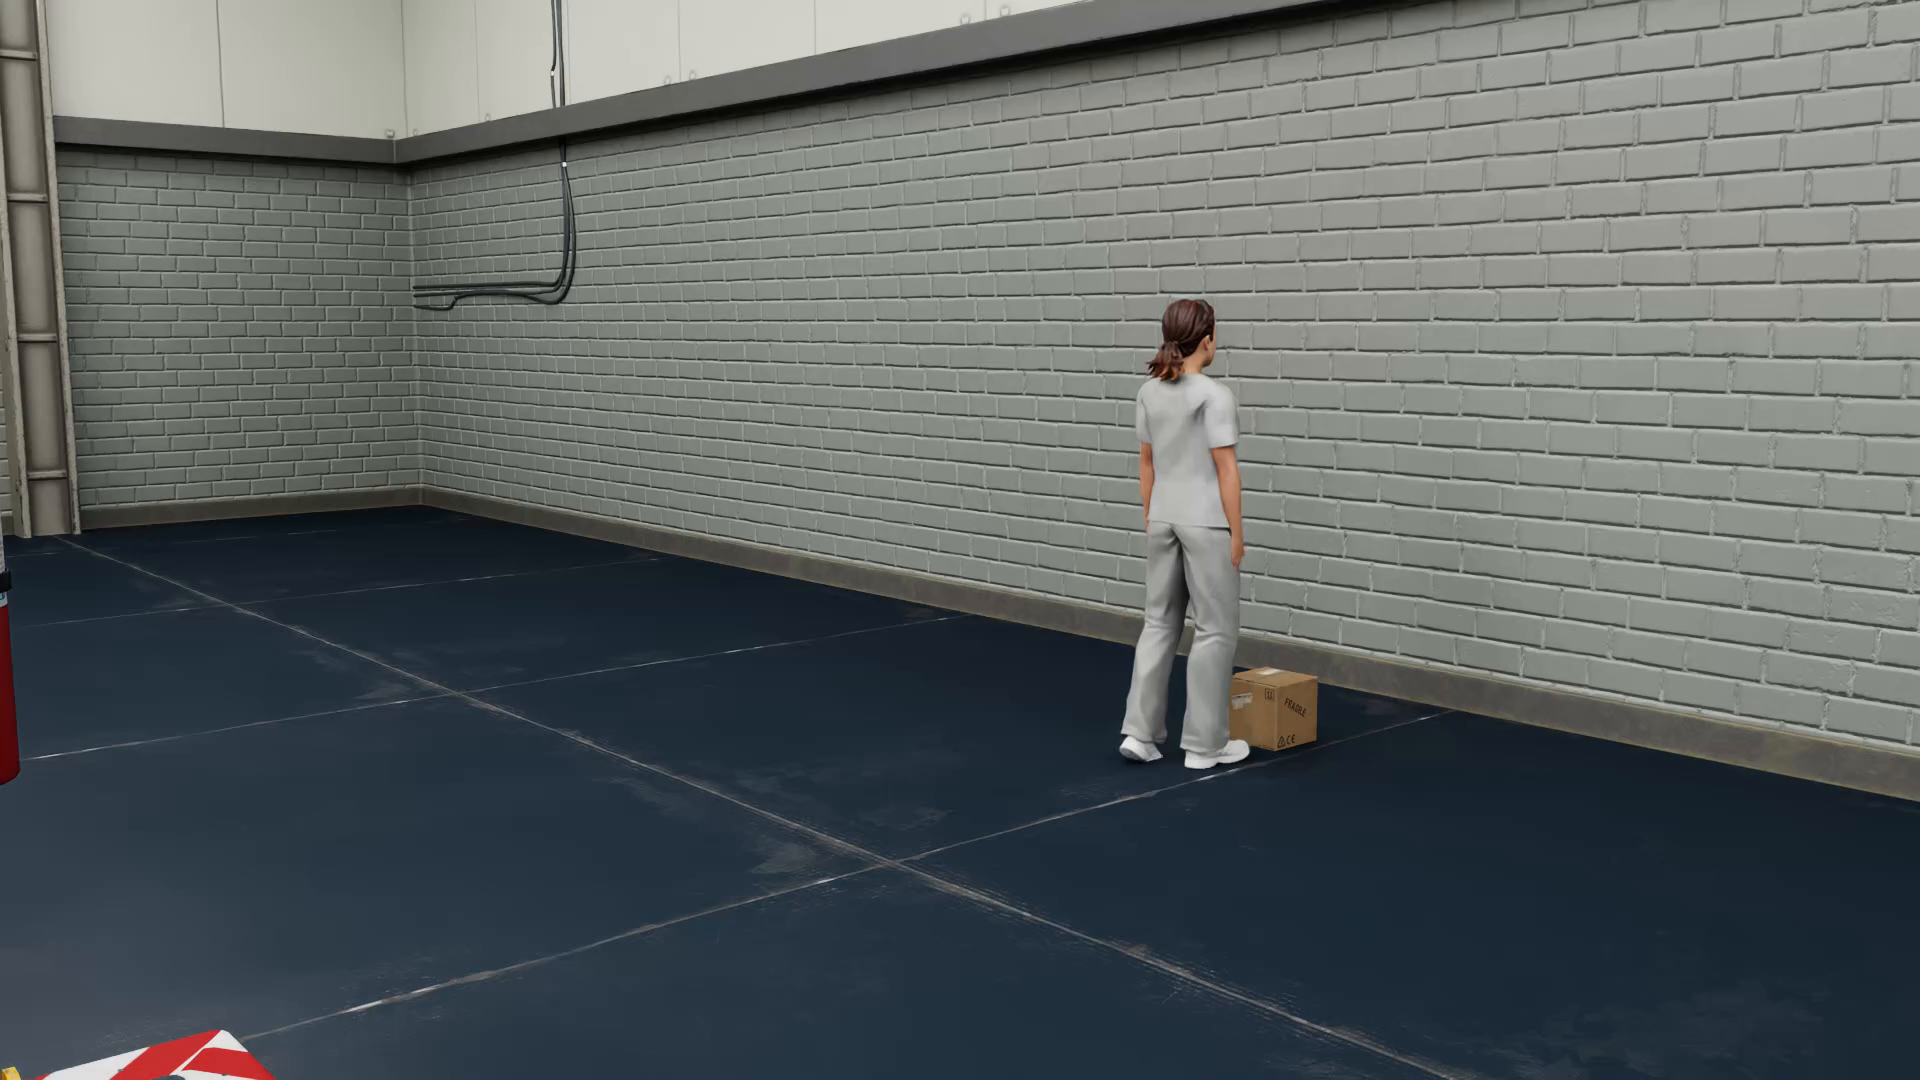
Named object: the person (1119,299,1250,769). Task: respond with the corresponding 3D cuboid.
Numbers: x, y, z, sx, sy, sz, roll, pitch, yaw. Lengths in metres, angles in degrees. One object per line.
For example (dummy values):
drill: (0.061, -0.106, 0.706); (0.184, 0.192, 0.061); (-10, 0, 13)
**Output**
person: (0.826, 0.011, 5.962); (0.438, 1.732, 0.441); (-6, 10, -40)
